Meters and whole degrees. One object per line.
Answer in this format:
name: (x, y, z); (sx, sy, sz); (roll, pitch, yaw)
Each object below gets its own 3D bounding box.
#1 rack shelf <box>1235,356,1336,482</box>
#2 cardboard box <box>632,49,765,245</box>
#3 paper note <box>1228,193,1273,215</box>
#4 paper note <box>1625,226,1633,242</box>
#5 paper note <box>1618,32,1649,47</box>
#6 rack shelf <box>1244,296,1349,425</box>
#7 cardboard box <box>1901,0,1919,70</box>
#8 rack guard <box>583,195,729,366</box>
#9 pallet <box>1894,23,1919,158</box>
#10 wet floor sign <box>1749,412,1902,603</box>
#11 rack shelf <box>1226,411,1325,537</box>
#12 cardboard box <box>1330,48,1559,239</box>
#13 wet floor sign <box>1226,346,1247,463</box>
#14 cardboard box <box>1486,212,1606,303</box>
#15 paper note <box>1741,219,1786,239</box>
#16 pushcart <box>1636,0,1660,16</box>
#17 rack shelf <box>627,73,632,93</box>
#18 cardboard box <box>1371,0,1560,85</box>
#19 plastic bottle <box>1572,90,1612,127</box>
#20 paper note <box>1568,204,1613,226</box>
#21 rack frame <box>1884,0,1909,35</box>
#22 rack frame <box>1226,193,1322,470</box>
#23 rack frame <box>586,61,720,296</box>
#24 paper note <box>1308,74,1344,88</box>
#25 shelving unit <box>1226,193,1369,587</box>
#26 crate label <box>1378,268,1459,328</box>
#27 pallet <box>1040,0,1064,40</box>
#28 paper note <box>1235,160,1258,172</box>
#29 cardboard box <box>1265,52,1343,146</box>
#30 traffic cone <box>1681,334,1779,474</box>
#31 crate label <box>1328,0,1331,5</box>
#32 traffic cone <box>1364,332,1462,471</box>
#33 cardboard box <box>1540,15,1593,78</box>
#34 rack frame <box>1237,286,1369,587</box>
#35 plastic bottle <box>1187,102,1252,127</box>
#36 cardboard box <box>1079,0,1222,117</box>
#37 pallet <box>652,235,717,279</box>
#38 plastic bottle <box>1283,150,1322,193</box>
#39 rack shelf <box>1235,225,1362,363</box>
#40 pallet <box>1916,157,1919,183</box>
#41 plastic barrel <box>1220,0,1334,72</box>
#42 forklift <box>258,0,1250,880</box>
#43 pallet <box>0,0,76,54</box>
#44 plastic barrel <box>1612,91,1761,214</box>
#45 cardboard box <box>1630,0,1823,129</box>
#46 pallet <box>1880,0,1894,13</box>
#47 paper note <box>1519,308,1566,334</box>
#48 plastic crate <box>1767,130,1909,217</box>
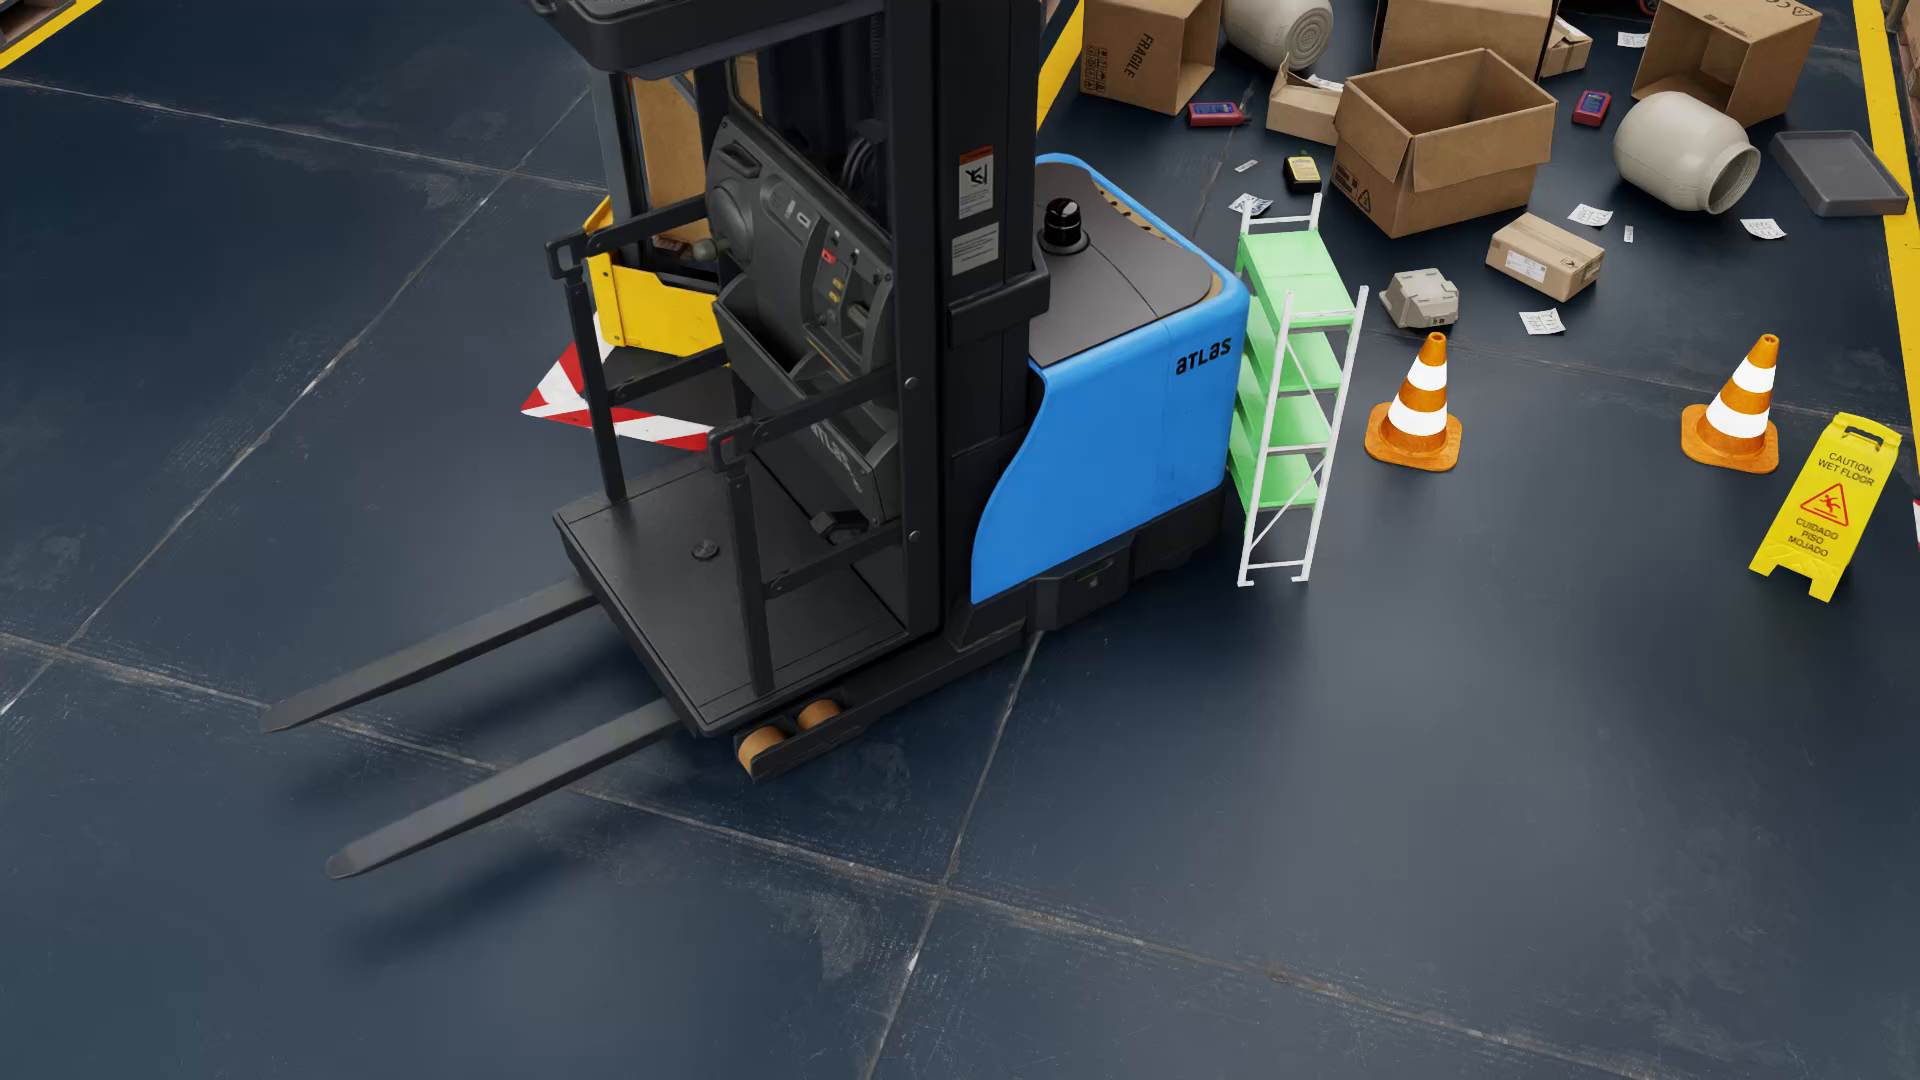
rack shelf: (1.024, -0.411, 5.404); (0.258, 0.148, 0.480); (-5, 45, -5)
cardboard box: (-0.674, -1.720, 6.581); (0.875, 0.875, 0.875); (13, 46, 13)
paper note: (1.264, -1.459, 7.220); (0.144, 0.017, 0.142); (28, 51, 26)
paper note: (2.845, -1.302, 7.074); (0.032, 0.001, 0.123); (13, 46, 13)
paper note: (3.356, -2.495, 8.278); (0.148, 0.019, 0.142); (13, 46, 13)
rack shelf: (1.024, -0.583, 5.236); (0.258, 0.148, 0.480); (-5, 45, -5)
cardboard box: (4.707, -2.379, 7.702); (0.500, 0.250, 0.500); (11, 45, 11)
rack guard: (-0.824, -0.953, 6.367); (1.175, 0.500, 0.348); (13, 46, 13)
pallet: (4.973, -2.096, 7.741); (1.003, 0.211, 1.213); (13, 46, 13)
wet floor sign: (2.854, -0.140, 5.432); (0.267, 0.644, 0.232); (28, 51, 26)
rack shelf: (1.024, -0.240, 5.572); (0.258, 0.148, 0.480); (-5, 45, -5)
cardboard box: (2.051, -1.697, 7.124); (0.797, 0.503, 0.637); (-16, 47, -16)
wet floor sign: (1.062, -0.583, 5.884); (0.267, 0.644, 0.232); (5, 45, 5)
cardboard box: (2.403, -1.164, 6.833); (0.250, 0.149, 0.380); (-33, 53, -29)
paper note: (3.429, -1.334, 7.092); (0.142, 0.019, 0.148); (-2, 44, -2)
pushcart: (2.955, -3.060, 8.608); (1.648, 0.377, 0.936); (-2, 44, -2)
rack shelf: (-0.211, -2.939, 7.123); (1.077, 0.370, 4.000); (13, 46, 13)
cardboard box: (2.326, -2.370, 7.715); (0.797, 0.637, 0.503); (13, 46, 13)
plastic bottle: (2.965, -2.035, 7.786); (0.133, 0.061, 0.283); (20, 48, 19)
paper note: (2.721, -1.403, 7.170); (0.148, 0.019, 0.142); (28, 51, 26)
rack frame: (5.143, -3.548, 7.231); (1.000, 3.000, 0.127); (13, 46, 13)
rack frame: (0.995, -0.626, 5.532); (0.240, 1.200, 0.015); (-5, 45, -5)
rack frame: (-0.817, -1.863, 5.509); (1.000, 3.000, 0.127); (13, 46, 13)
paper note: (1.727, -2.172, 7.954); (0.172, 0.023, 0.155); (28, 51, 26)
shelving unit: (1.024, -0.457, 5.359); (0.258, 1.200, 0.503); (-5, 45, -5)
crate label: (1.850, -0.964, 6.637); (0.250, 0.136, 0.298); (-9, 45, -9)
pallet: (0.090, -3.042, 8.708); (1.003, 0.211, 1.213); (13, 46, 13)
paper note: (1.285, -1.678, 7.458); (0.123, 0.001, 0.032); (-33, 53, -29)
cardboard box: (1.629, -2.016, 7.620); (0.396, 0.266, 0.258); (20, 48, 19)
traffic cone: (2.832, -0.535, 5.966); (0.336, 0.463, 0.334); (13, 46, 13)
crate label: (1.719, -2.721, 8.433); (0.298, 0.136, 0.250); (-16, 47, -16)
traffic cone: (1.671, -0.543, 5.974); (0.336, 0.463, 0.334); (13, 46, 13)
cardboard box: (2.851, -2.482, 8.097); (0.258, 0.266, 0.396); (-16, 47, -16)
rack frame: (1.053, -0.288, 5.186); (0.240, 1.200, 0.015); (-5, 45, -5)
plastic bottle: (1.206, -1.977, 7.727); (0.283, 0.061, 0.133); (-2, 44, -2)
cardboard box: (0.903, -2.384, 7.828); (0.500, 0.500, 0.500); (20, 48, 19)
pallet: (-0.649, -1.416, 7.046); (1.003, 0.211, 1.213); (13, 46, 13)
plastic bottle: (1.513, -1.641, 7.383); (0.133, 0.061, 0.283); (-2, 44, -2)
rack shelf: (1.024, -0.754, 5.068); (0.258, 0.148, 0.480); (-5, 45, -5)
pallet: (4.606, -1.280, 6.907); (1.003, 0.211, 1.213); (13, 46, 13)
plastic barrel: (1.513, -2.527, 8.030); (0.421, 0.421, 0.512); (-24, 49, -22)
forklift: (-0.619, -0.749, 4.420); (3.031, 2.935, 1.130); (-25, 50, -23)
pallet: (-5.210, -2.569, 8.224); (1.003, 0.211, 1.213); (13, 46, 13)
plastic barrel: (3.114, -1.658, 7.142); (0.421, 0.421, 0.512); (-24, 49, -22)
cardboard box: (3.522, -2.229, 7.669); (0.500, 0.500, 0.500); (-24, 49, -22)
pallet: (5.377, -3.071, 8.737); (1.003, 0.211, 1.213); (13, 46, 13)
paper note: (2.321, -0.872, 6.620); (0.148, 0.019, 0.142); (-2, 44, -2)
plastic crate: (3.886, -1.632, 7.360); (0.402, 0.080, 0.583); (-2, 44, -2)
